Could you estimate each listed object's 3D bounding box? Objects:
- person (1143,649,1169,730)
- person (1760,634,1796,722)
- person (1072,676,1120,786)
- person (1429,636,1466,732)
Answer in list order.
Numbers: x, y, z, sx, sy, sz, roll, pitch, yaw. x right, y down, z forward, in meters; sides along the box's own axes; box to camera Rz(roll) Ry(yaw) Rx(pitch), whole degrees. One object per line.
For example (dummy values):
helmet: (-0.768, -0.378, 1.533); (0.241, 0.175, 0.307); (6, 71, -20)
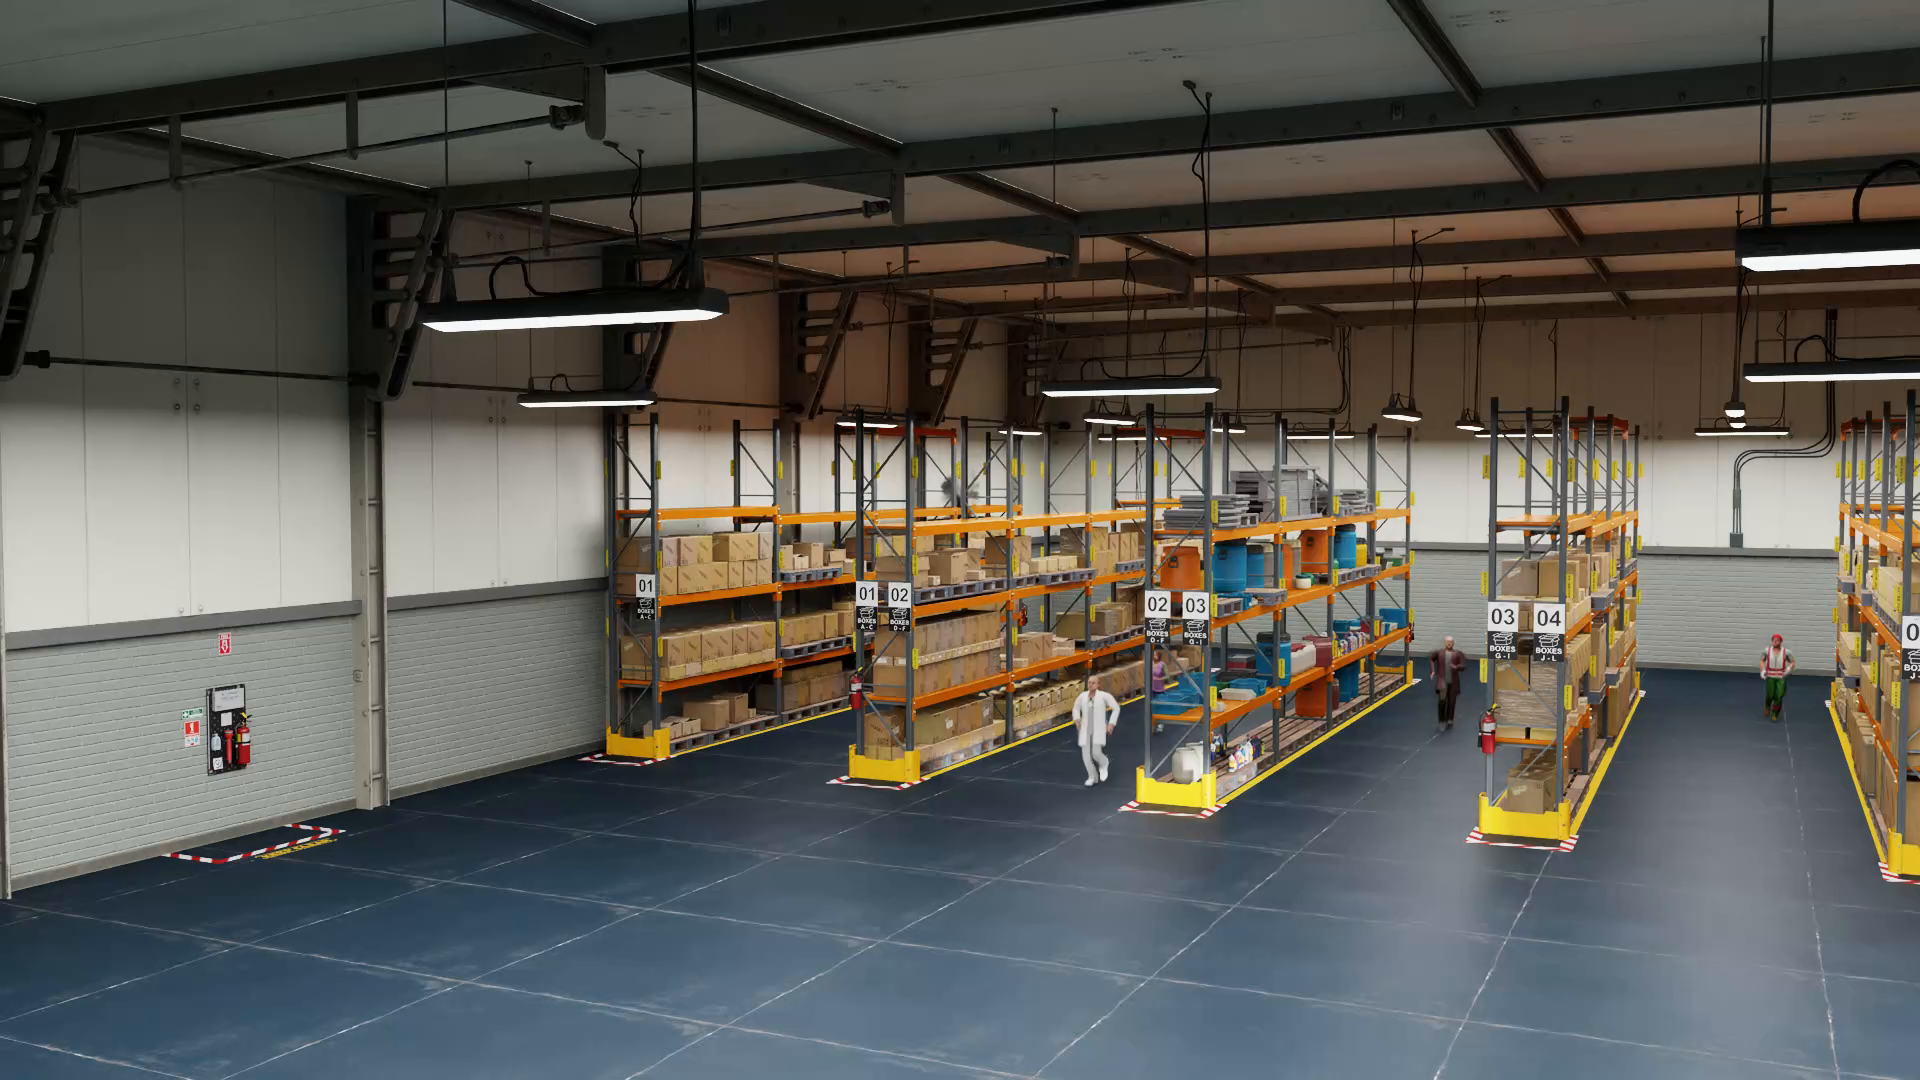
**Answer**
person: (3.701, 2.874, 31.387); (0.531, 1.590, 0.776); (1, 3, 18)
person: (16.266, 2.740, 33.097); (0.645, 1.751, 0.631); (1, 3, 27)
person: (2.123, 3.021, 26.340); (0.760, 1.732, 0.657); (1, 3, 24)
person: (9.400, 2.771, 32.044); (0.667, 1.843, 0.822); (0, 2, 11)
